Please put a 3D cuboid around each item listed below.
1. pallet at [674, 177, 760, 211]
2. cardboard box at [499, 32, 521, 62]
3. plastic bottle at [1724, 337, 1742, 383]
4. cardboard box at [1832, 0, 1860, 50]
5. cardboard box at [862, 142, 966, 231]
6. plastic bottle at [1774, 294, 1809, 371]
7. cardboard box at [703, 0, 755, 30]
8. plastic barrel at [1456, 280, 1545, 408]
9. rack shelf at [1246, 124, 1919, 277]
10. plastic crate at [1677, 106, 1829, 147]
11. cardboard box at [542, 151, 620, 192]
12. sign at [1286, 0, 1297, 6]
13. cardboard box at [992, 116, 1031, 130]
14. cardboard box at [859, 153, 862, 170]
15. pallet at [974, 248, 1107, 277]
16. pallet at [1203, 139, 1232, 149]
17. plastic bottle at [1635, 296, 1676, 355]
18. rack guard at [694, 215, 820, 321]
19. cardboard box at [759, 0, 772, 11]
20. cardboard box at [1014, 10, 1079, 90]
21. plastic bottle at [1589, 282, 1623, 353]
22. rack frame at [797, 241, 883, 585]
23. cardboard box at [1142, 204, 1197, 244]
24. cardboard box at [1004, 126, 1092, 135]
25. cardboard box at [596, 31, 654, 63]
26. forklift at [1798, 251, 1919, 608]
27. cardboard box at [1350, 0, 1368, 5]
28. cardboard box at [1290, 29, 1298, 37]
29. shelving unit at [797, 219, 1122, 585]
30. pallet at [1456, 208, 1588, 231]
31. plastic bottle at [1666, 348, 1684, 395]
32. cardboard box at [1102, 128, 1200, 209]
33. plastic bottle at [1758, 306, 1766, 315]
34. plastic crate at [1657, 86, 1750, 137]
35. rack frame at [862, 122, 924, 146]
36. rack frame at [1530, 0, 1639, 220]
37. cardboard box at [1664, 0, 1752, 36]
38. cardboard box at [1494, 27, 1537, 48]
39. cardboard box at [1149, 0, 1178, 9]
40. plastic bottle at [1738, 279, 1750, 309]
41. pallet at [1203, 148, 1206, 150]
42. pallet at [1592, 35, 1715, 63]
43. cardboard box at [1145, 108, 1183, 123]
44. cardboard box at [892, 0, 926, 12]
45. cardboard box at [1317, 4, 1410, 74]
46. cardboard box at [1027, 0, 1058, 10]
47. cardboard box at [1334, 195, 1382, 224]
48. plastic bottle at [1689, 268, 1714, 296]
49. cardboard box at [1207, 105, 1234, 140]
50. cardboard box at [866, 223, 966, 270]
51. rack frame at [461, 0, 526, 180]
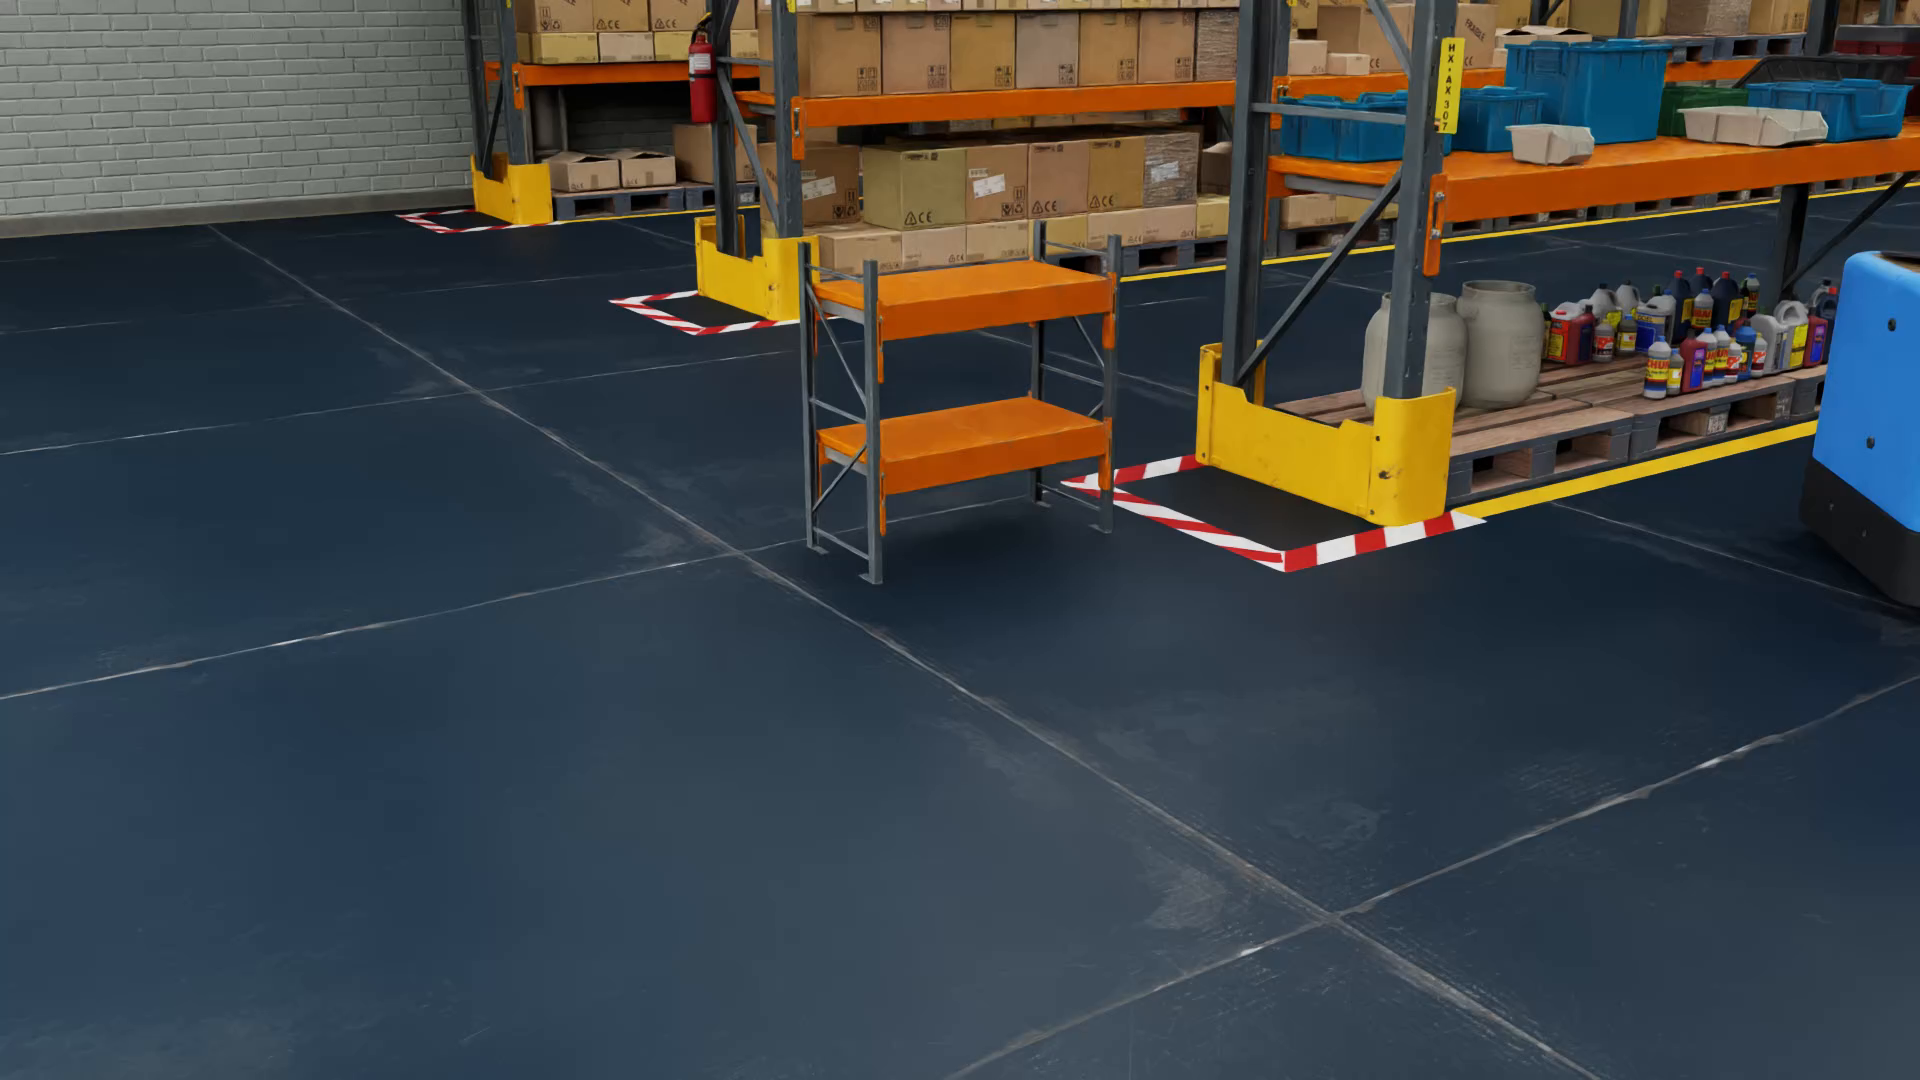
[{"bbox_3d":[-2.237,-3.314,15.717,1.213,0.211,1.003,-12,22,-31],"label":"pallet"},{"bbox_3d":[-3.733,-4.347,14.621,0.500,0.250,0.500,-12,22,-31],"label":"cardboard box"},{"bbox_3d":[3.570,-0.838,7.723,0.097,0.201,0.097,0,19,0],"label":"plastic bottle"},{"bbox_3d":[9.010,-5.267,16.986,0.500,0.500,0.500,-11,22,-31],"label":"cardboard box"},{"bbox_3d":[-0.302,-2.325,10.904,0.500,0.500,0.500,-12,22,-31],"label":"cardboard box"},{"bbox_3d":[3.964,-1.001,7.971,0.185,0.351,0.144,-12,22,-32],"label":"plastic bottle"},{"bbox_3d":[-2.175,-4.839,14.907,0.500,0.500,0.500,-11,22,-30],"label":"cardboard box"},{"bbox_3d":[2.359,-0.869,7.361,0.421,0.512,0.421,0,19,0],"label":"plastic barrel"},{"bbox_3d":[3.103,-1.636,7.522,4.000,0.370,1.077,-12,22,-31],"label":"rack shelf"},{"bbox_3d":[3.556,-1.850,7.445,0.437,0.136,0.530,-12,22,-31],"label":"plastic crate"},{"bbox_3d":[-3.389,-3.306,14.853,0.500,0.311,0.500,-15,24,-37],"label":"cardboard box"},{"bbox_3d":[2.358,-3.954,11.780,0.005,0.325,0.100,-12,22,-31],"label":"sign"},{"bbox_3d":[0.334,-4.241,17.323,0.500,0.500,0.700,-12,22,-32],"label":"cardboard box"},{"bbox_3d":[-1.106,-3.743,16.368,0.250,0.166,0.380,-16,24,-38],"label":"cardboard box"},{"bbox_3d":[0.345,-1.988,11.796,1.213,0.211,1.003,-12,22,-31],"label":"pallet"},{"bbox_3d":[3.365,-4.481,19.169,1.213,0.211,1.003,-12,22,-31],"label":"pallet"},{"bbox_3d":[3.460,-1.072,8.299,0.135,0.276,0.152,-12,22,-31],"label":"plastic bottle"},{"bbox_3d":[-1.309,-1.761,10.674,0.348,0.500,1.175,-12,22,-31],"label":"rack guard"},{"bbox_3d":[-1.074,-3.423,10.516,0.250,0.149,0.380,-12,22,-32],"label":"cardboard box"},{"bbox_3d":[0.400,-3.349,11.312,0.500,0.500,0.700,-11,22,-30],"label":"cardboard box"},{"bbox_3d":[3.203,-1.110,8.294,0.185,0.351,0.144,-11,22,-29],"label":"plastic bottle"},{"bbox_3d":[-0.419,-0.445,5.803,0.032,1.125,0.500,-12,22,-31],"label":"rack frame"},{"bbox_3d":[1.362,-2.325,12.076,0.500,0.250,0.500,-12,22,-31],"label":"cardboard box"},{"bbox_3d":[0.657,-2.732,12.108,0.500,0.500,0.500,-12,22,-31],"label":"cardboard box"},{"bbox_3d":[-3.008,-4.309,14.509,0.500,0.250,0.500,-13,22,-33],"label":"cardboard box"},{"bbox_3d":[4.608,-1.207,5.238,3.031,2.935,1.130,2,19,7],"label":"forklift"},{"bbox_3d":[4.500,-6.169,19.156,0.500,0.500,0.500,-11,22,-30],"label":"cardboard box"},{"bbox_3d":[3.551,-5.636,18.593,0.250,0.149,0.380,-11,22,-30],"label":"cardboard box"},{"bbox_3d":[0.006,-0.534,6.068,1.048,1.125,0.538,-12,22,-31],"label":"shelving unit"},{"bbox_3d":[4.684,-2.903,14.503,1.213,0.211,1.003,-12,22,-31],"label":"pallet"},{"bbox_3d":[3.204,-0.761,7.495,0.097,0.201,0.097,0,19,0],"label":"plastic bottle"},{"bbox_3d":[1.361,-2.681,11.957,0.500,0.500,0.500,-12,22,-31],"label":"cardboard box"},{"bbox_3d":[3.886,-0.992,8.050,0.133,0.283,0.061,-12,22,-31],"label":"plastic bottle"},{"bbox_3d":[3.484,-2.065,7.999,0.662,0.188,0.450,-12,22,-31],"label":"plastic crate"},{"bbox_3d":[-0.676,-4.979,16.287,0.127,3.000,1.000,-12,22,-31],"label":"rack frame"},{"bbox_3d":[5.393,-4.359,14.454,0.127,3.000,1.000,-12,22,-31],"label":"rack frame"},{"bbox_3d":[6.725,-4.856,15.114,0.500,0.500,0.700,-8,20,-21],"label":"cardboard box"},{"bbox_3d":[4.539,-4.211,14.156,0.500,0.311,0.500,-12,22,-32],"label":"cardboard box"},{"bbox_3d":[1.299,-3.767,11.536,0.250,0.149,0.380,-12,22,-32],"label":"cardboard box"},{"bbox_3d":[4.070,-1.219,8.720,0.133,0.283,0.061,-12,22,-31],"label":"plastic bottle"},{"bbox_3d":[2.012,-4.225,18.412,1.213,0.211,1.003,-12,22,-31],"label":"pallet"},{"bbox_3d":[5.920,-4.406,14.894,1.003,0.211,1.213,-12,22,-31],"label":"pallet"},{"bbox_3d":[2.092,-4.567,18.285,0.500,0.500,0.700,-12,22,-31],"label":"cardboard box"},{"bbox_3d":[-0.415,-3.407,10.469,0.250,0.149,0.380,-12,22,-31],"label":"cardboard box"},{"bbox_3d":[3.142,-3.925,13.016,0.500,0.500,0.500,-10,21,-28],"label":"cardboard box"},{"bbox_3d":[0.442,-3.586,11.000,0.250,0.149,0.380,-12,22,-31],"label":"cardboard box"},{"bbox_3d":[2.953,-2.645,13.023,0.500,0.250,0.500,-11,22,-30],"label":"cardboard box"},{"bbox_3d":[3.871,-1.251,8.711,0.185,0.351,0.144,-11,22,-30],"label":"plastic bottle"},{"bbox_3d":[3.351,-4.958,18.928,0.750,0.750,0.750,-12,22,-32],"label":"cardboard box"},{"bbox_3d":[-0.303,-1.970,11.026,0.500,0.250,0.500,-12,22,-31],"label":"cardboard box"},{"bbox_3d":[-4.016,-4.274,14.203,0.127,3.000,1.000,-12,22,-31],"label":"rack frame"}]
